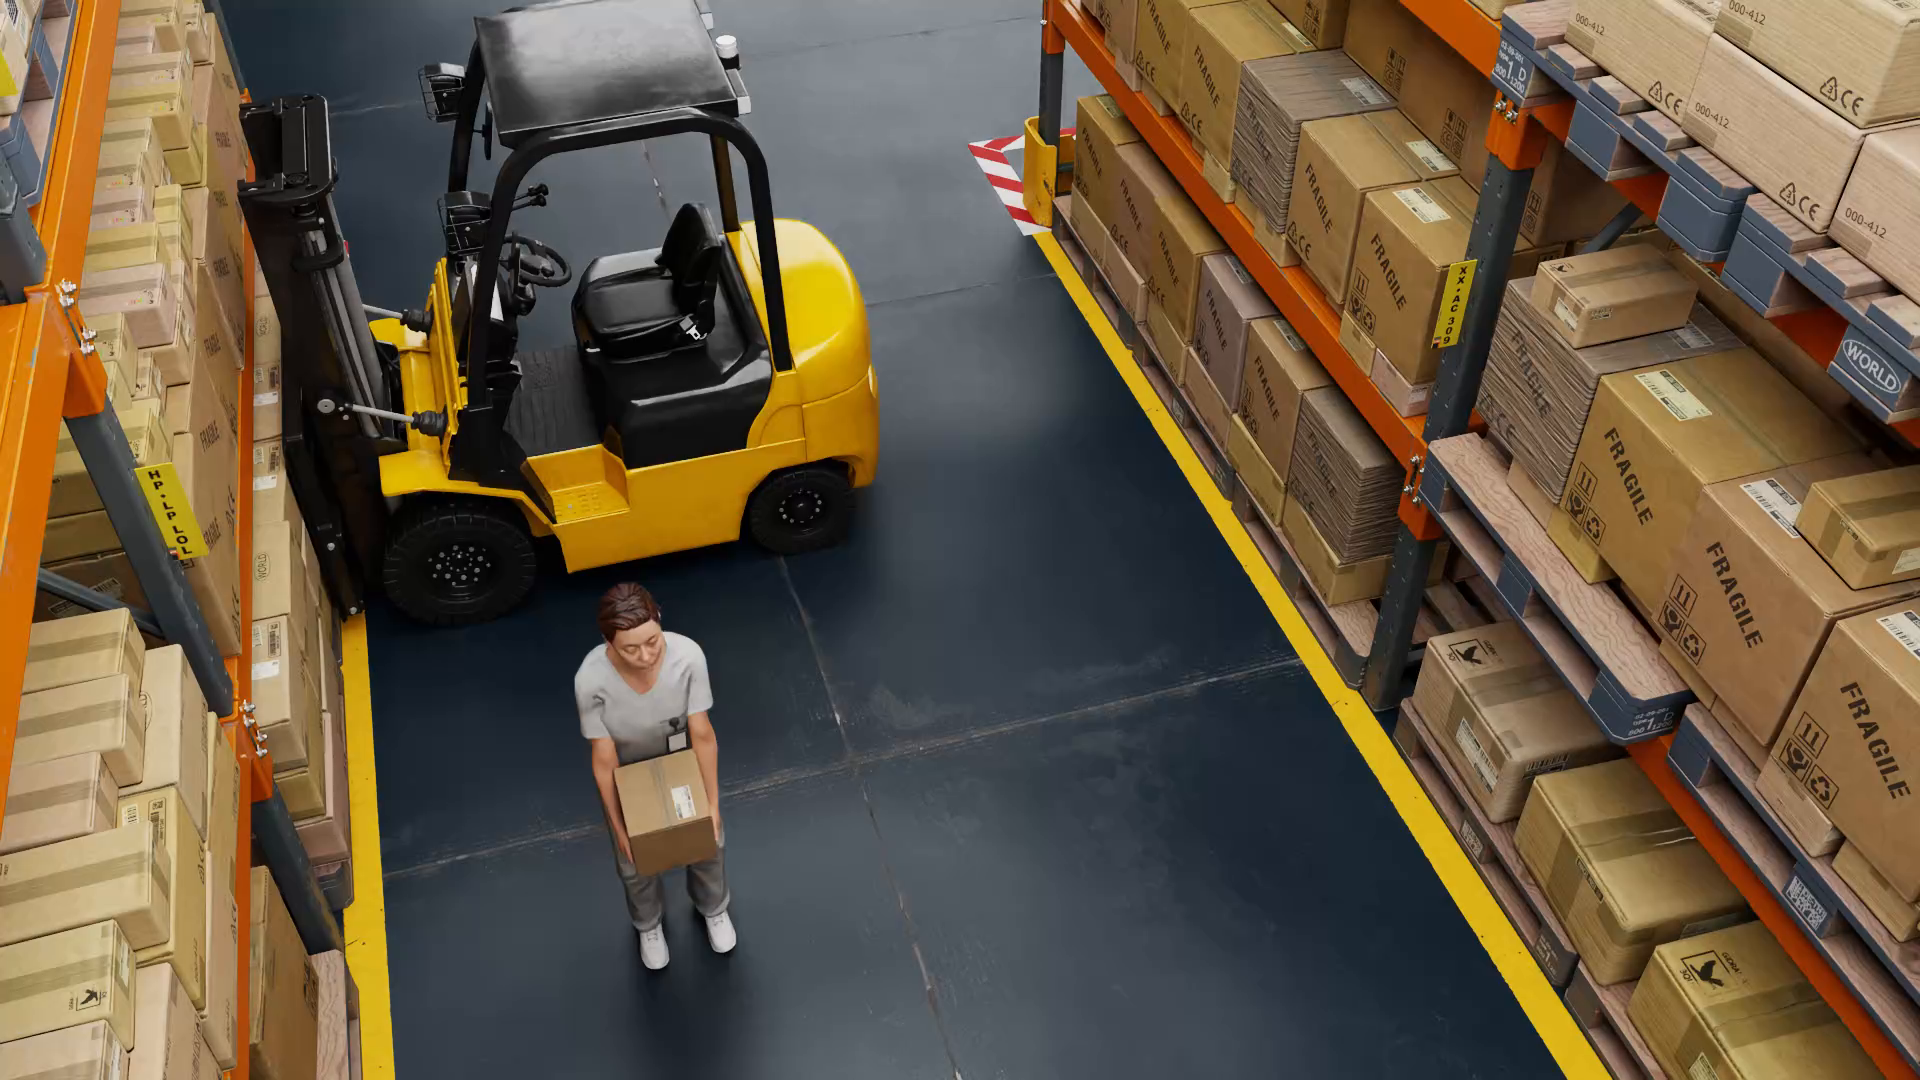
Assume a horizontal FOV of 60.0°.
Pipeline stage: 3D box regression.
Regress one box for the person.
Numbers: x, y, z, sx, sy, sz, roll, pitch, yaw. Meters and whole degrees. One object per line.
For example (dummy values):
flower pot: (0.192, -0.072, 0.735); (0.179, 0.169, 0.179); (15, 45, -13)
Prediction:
person: (-0.945, 0.806, 5.291); (0.411, 1.666, 0.506); (-13, 44, -14)
